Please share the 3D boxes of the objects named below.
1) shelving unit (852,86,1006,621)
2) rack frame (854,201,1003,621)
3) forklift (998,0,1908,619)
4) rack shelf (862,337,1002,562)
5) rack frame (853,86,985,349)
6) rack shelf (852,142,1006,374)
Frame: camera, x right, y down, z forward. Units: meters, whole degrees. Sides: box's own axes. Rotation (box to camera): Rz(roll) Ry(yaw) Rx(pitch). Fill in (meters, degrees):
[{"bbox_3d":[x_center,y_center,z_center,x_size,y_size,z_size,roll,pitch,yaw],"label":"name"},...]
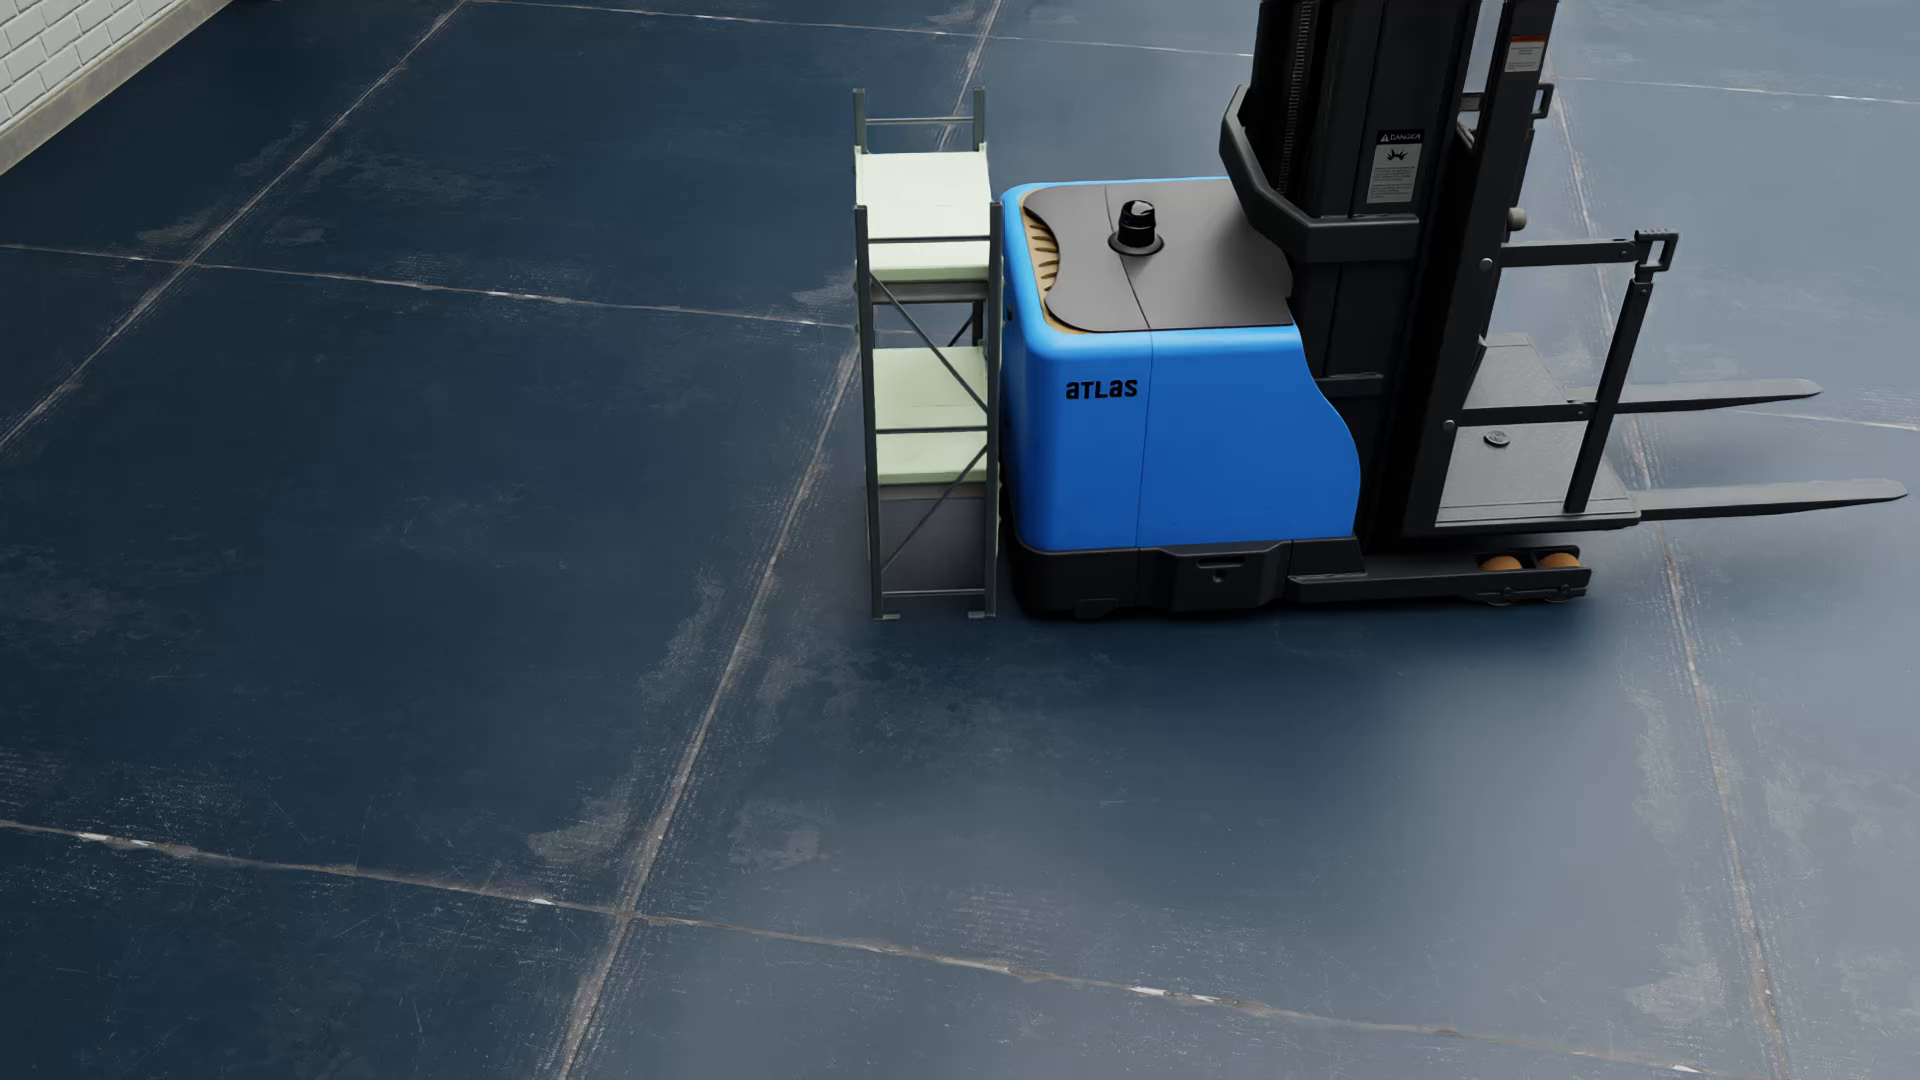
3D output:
[{"bbox_3d":[-0.105,-0.559,5.249,0.431,1.500,0.755,-2,40,-2],"label":"shelving unit"},{"bbox_3d":[-0.085,-0.326,4.968,0.400,1.500,0.023,-2,40,-2],"label":"rack frame"},{"bbox_3d":[1.654,-1.248,4.960,3.031,2.935,1.130,-3,40,-3],"label":"forklift"},{"bbox_3d":[-0.105,-0.308,5.457,0.431,0.370,0.720,-2,40,-2],"label":"rack shelf"},{"bbox_3d":[-0.124,-0.792,5.531,0.400,1.500,0.023,-2,40,-2],"label":"rack frame"},{"bbox_3d":[-0.105,-0.860,5.001,0.431,0.370,0.720,-2,40,-2],"label":"rack shelf"}]
